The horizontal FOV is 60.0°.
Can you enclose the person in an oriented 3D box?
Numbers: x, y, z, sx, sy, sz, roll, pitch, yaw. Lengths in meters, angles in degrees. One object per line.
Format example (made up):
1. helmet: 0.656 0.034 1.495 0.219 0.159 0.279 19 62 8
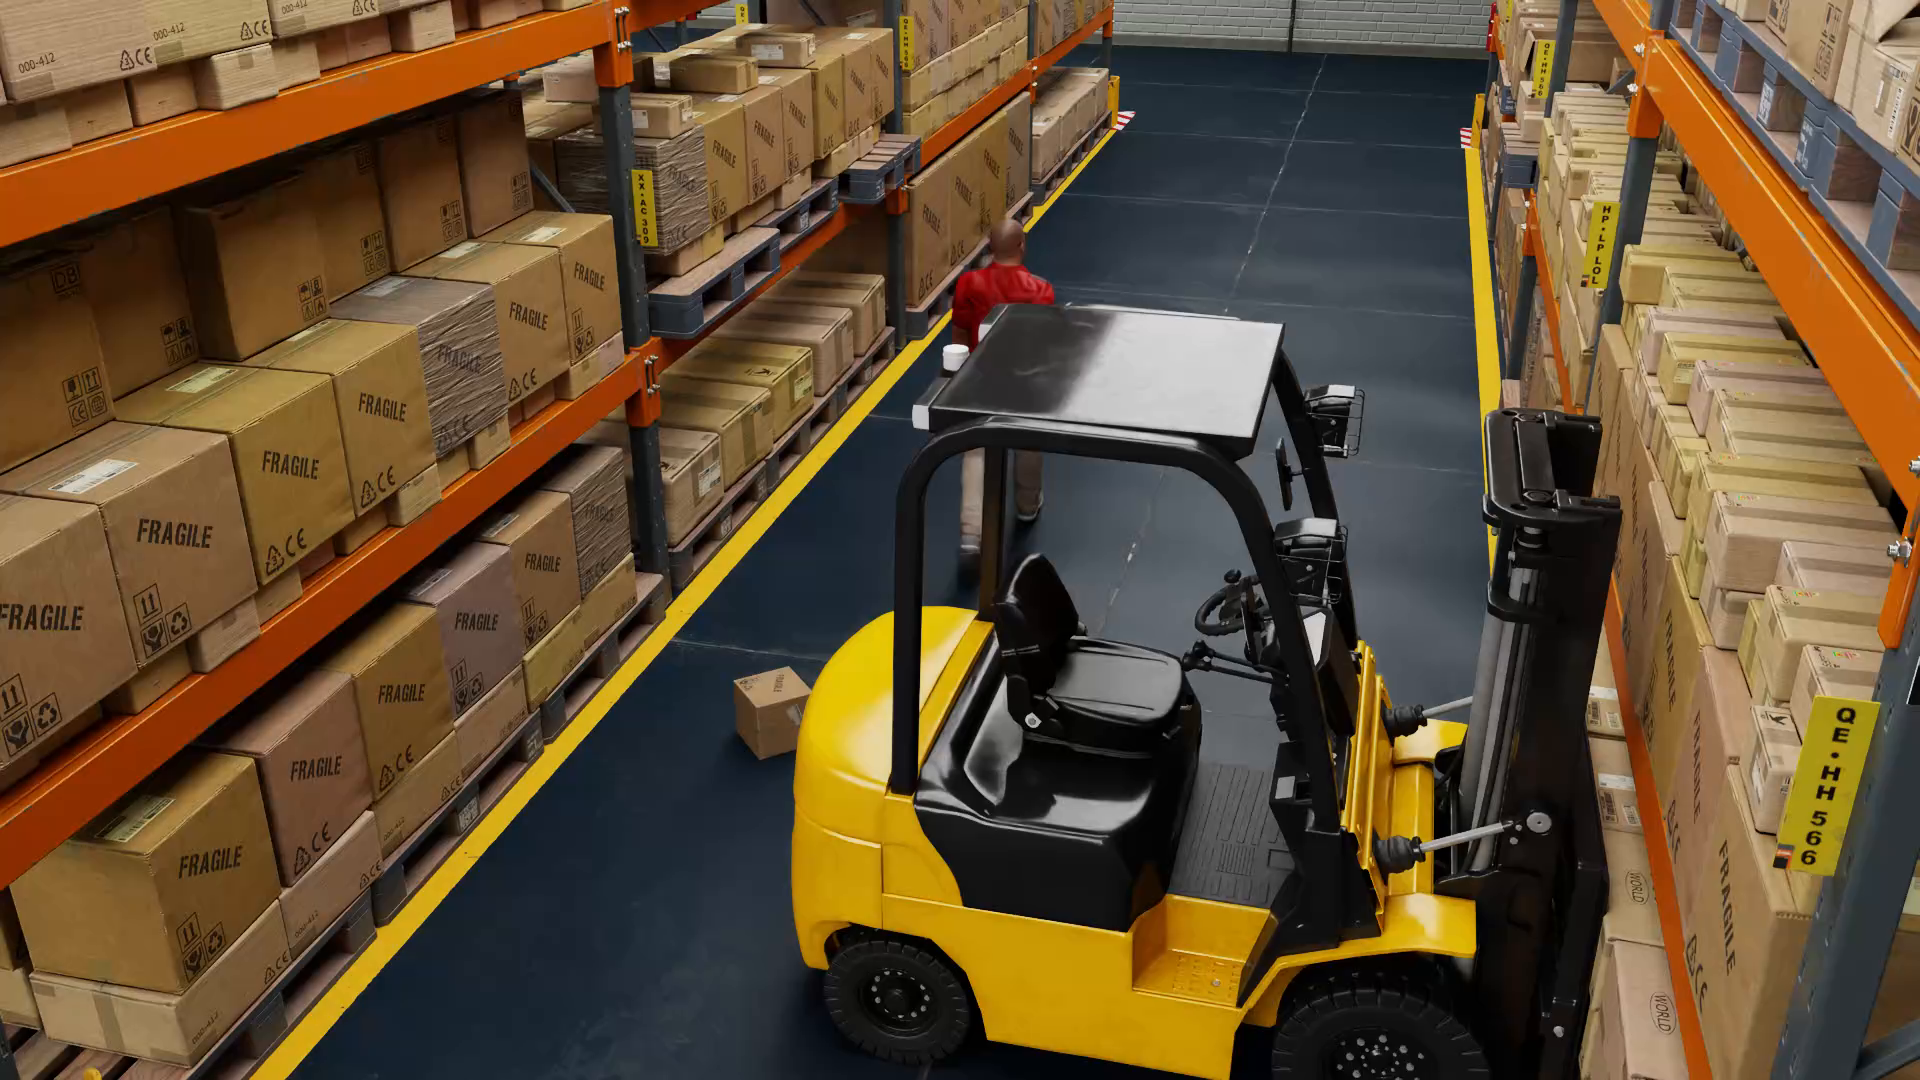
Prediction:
1. person: 0.216 -0.778 8.278 0.532 1.674 1.047 4 25 8
